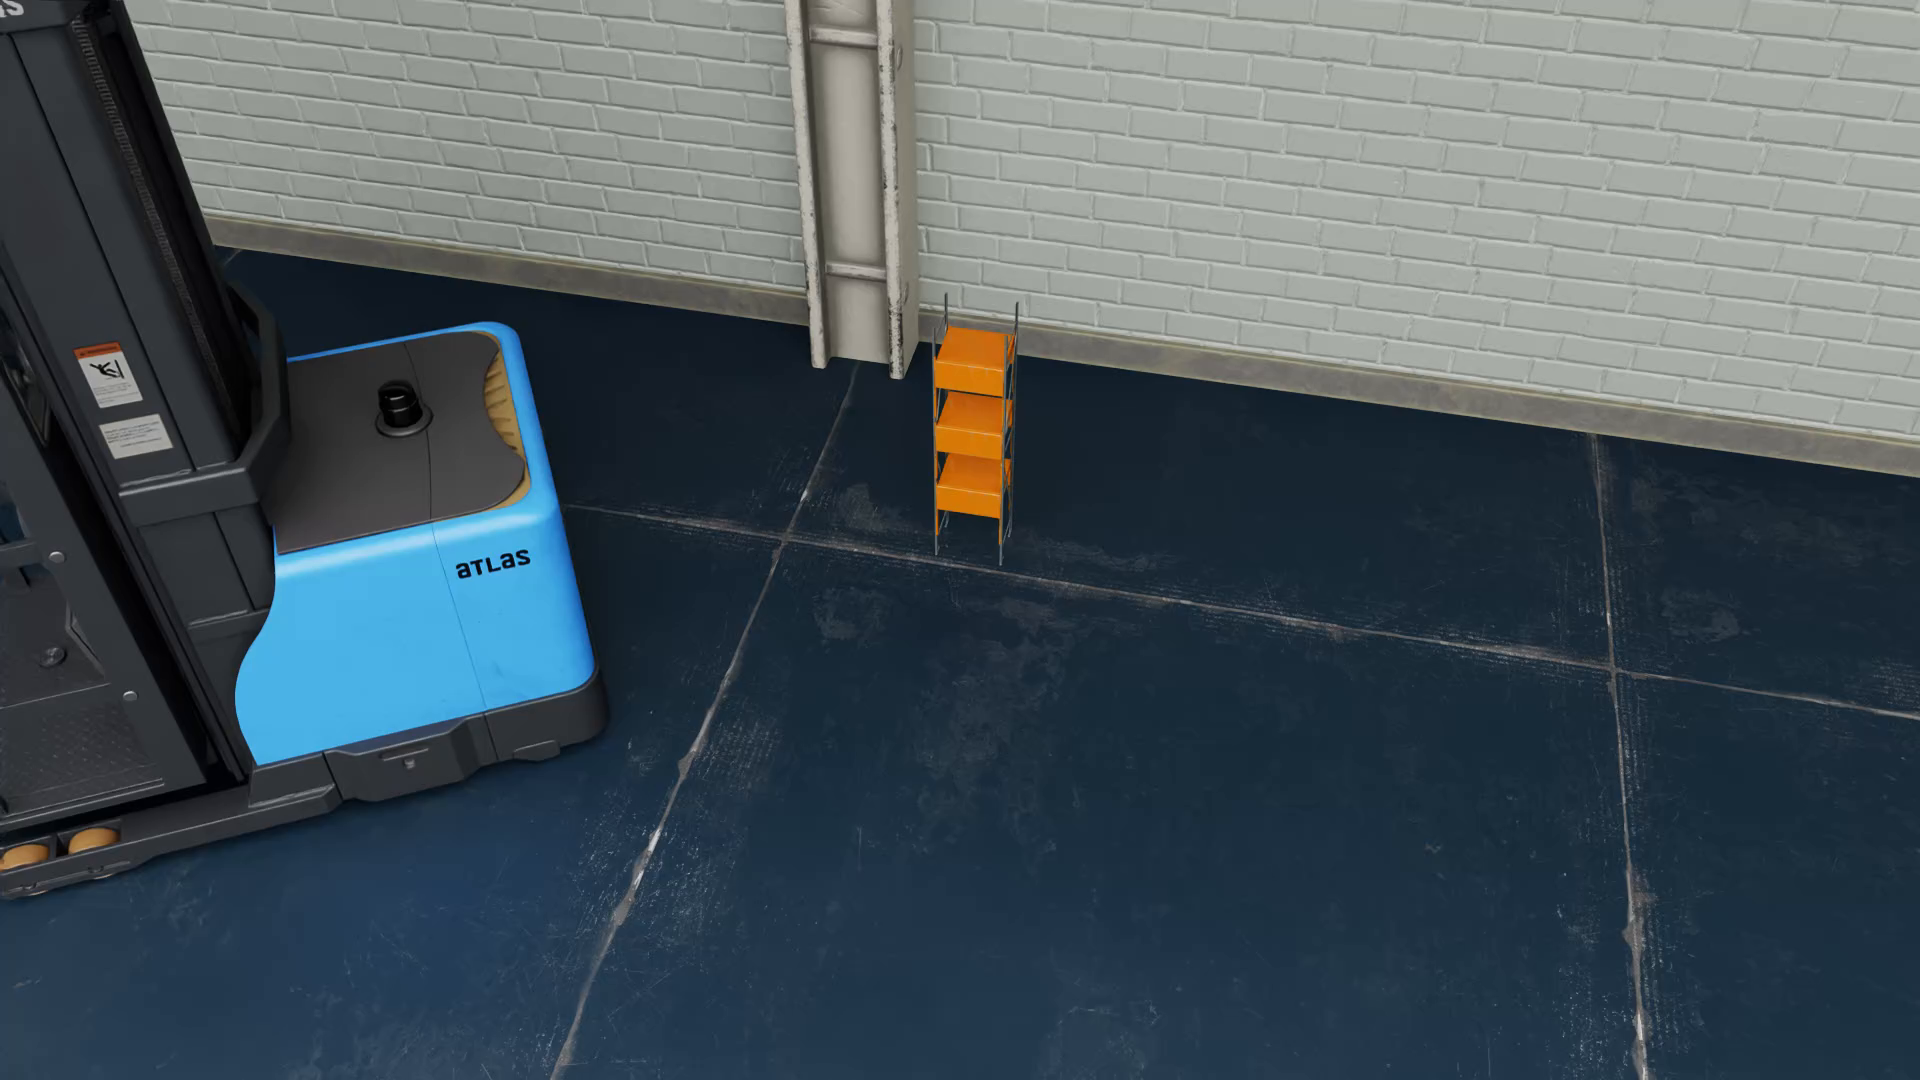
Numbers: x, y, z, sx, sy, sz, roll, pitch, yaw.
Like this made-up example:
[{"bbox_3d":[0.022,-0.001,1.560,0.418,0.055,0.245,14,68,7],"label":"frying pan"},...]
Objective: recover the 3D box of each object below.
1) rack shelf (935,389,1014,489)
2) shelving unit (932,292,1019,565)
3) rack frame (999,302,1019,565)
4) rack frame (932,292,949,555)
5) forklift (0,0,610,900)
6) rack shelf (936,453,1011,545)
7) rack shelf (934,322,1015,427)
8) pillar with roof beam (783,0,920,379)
[{"bbox_3d":[0.052,-0.363,5.885,0.240,0.259,0.215,9,45,9],"label":"rack shelf"},{"bbox_3d":[0.052,-0.370,5.877,0.252,1.050,0.215,9,45,9],"label":"shelving unit"},{"bbox_3d":[0.171,-0.352,5.858,0.008,1.050,0.200,9,45,9],"label":"rack frame"},{"bbox_3d":[-0.067,-0.389,5.897,0.008,1.050,0.200,9,45,9],"label":"rack frame"},{"bbox_3d":[-2.740,-0.377,4.528,3.031,2.935,1.130,-13,45,-13],"label":"forklift"},{"bbox_3d":[0.052,-0.162,6.078,0.240,0.259,0.215,9,45,9],"label":"rack shelf"},{"bbox_3d":[0.052,-0.567,5.688,0.240,0.259,0.215,9,45,9],"label":"rack shelf"},{"bbox_3d":[-1.338,-1.133,0.938,0.400,9.000,9.100,9,45,9],"label":"pillar with roof beam"}]
